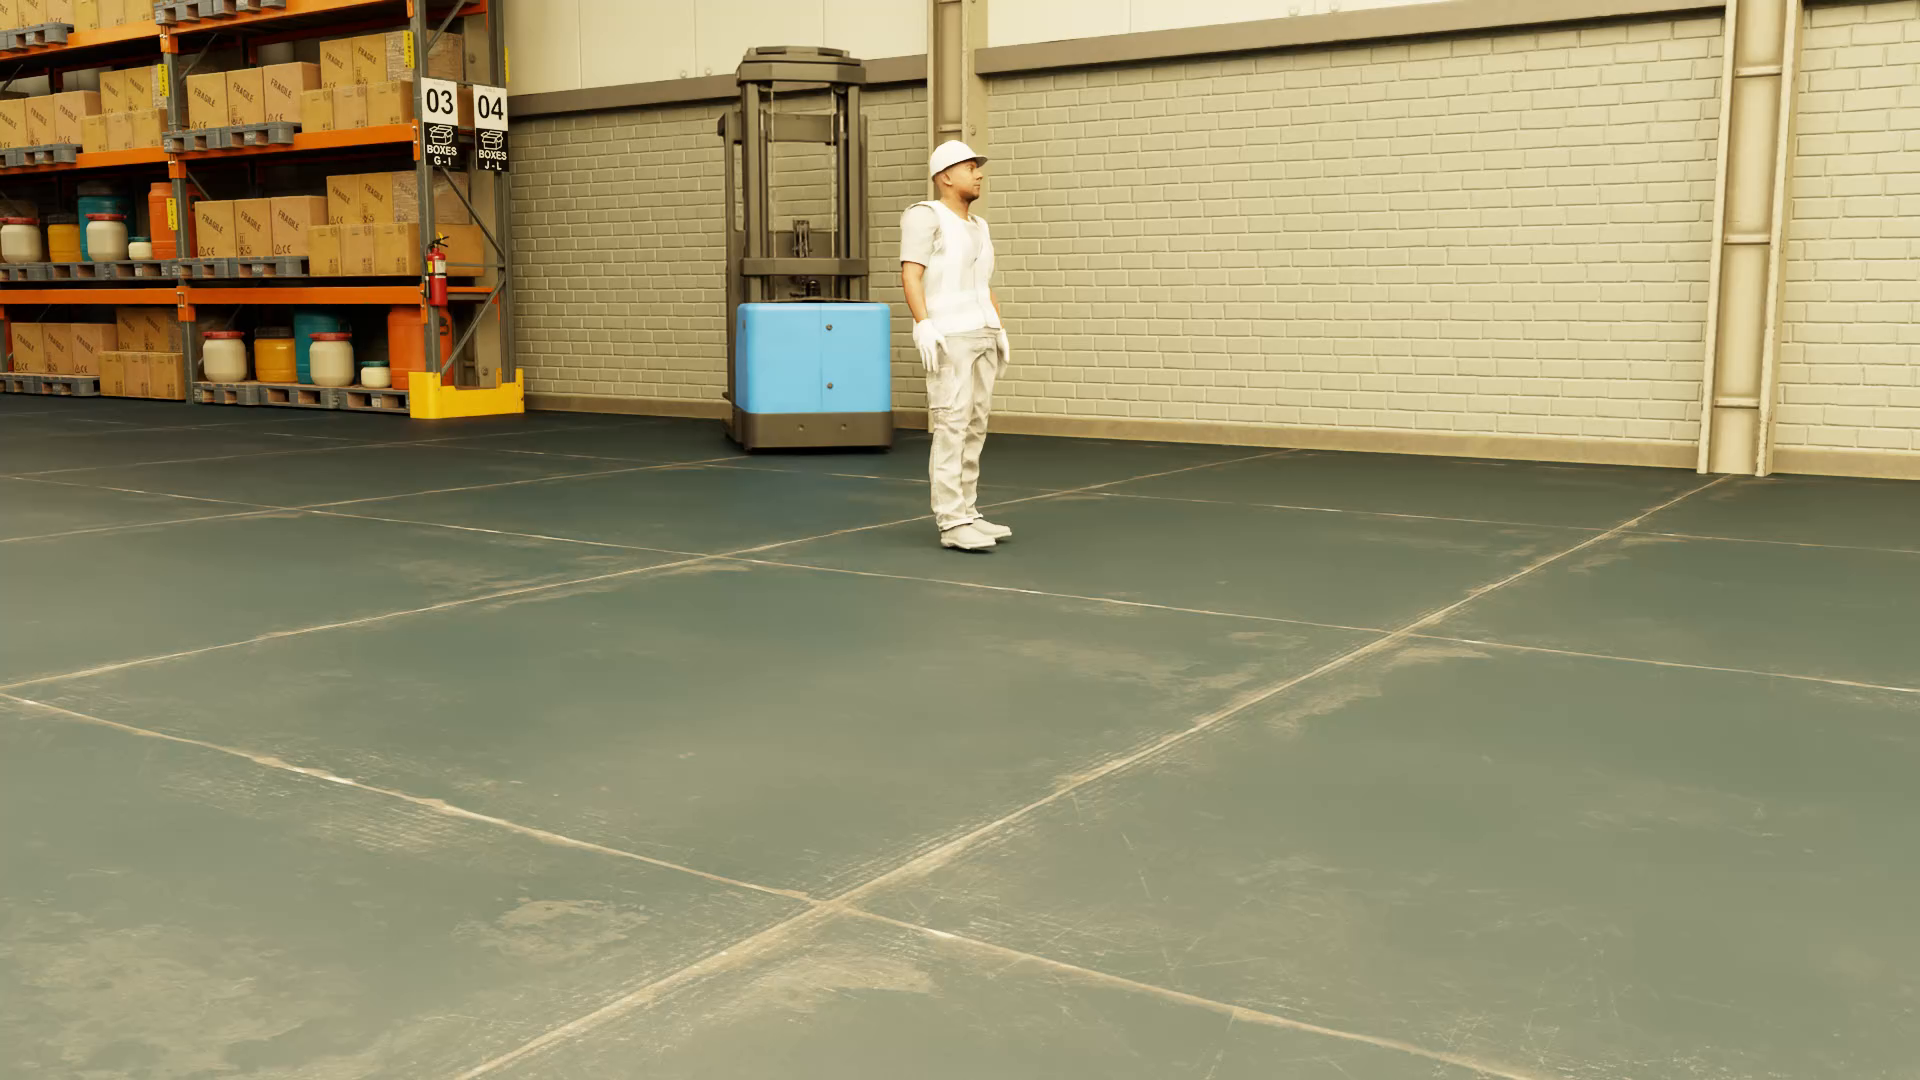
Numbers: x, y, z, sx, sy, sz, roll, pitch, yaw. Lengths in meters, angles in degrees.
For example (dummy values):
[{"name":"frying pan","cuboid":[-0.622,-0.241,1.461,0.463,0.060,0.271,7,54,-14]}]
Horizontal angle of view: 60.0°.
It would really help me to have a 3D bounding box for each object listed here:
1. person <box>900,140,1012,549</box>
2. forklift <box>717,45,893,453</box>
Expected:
[{"name":"person","cuboid":[0.056,-0.883,7.431,0.575,1.784,0.656,5,10,34]},{"name":"forklift","cuboid":[-1.296,-2.246,12.986,1.130,2.935,3.031,-2,8,-12]}]
